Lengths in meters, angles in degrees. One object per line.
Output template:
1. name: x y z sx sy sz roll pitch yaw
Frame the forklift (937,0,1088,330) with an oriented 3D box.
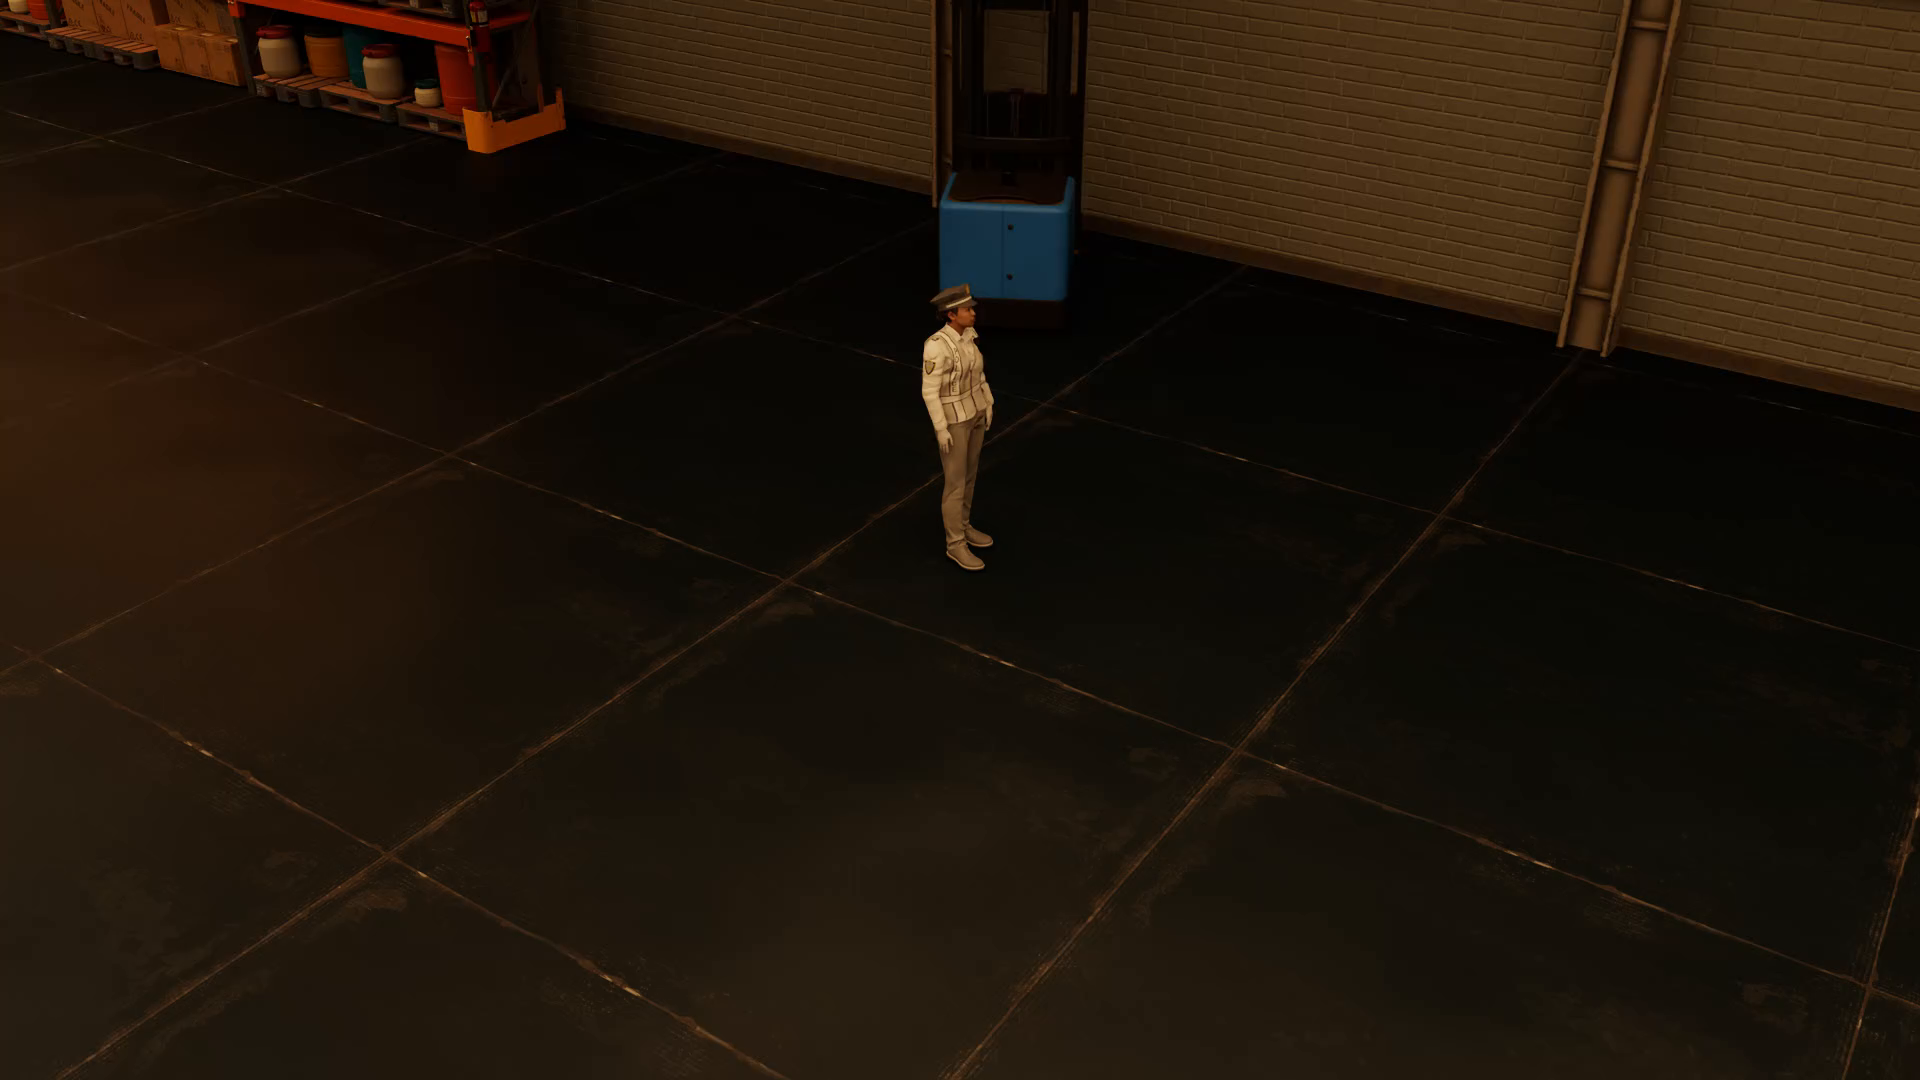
1. forklift: 0.508 -3.658 13.881 1.130 2.935 3.031 3 30 6

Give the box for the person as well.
1. person: 0.052 -0.718 10.034 0.534 1.696 0.587 19 35 29
